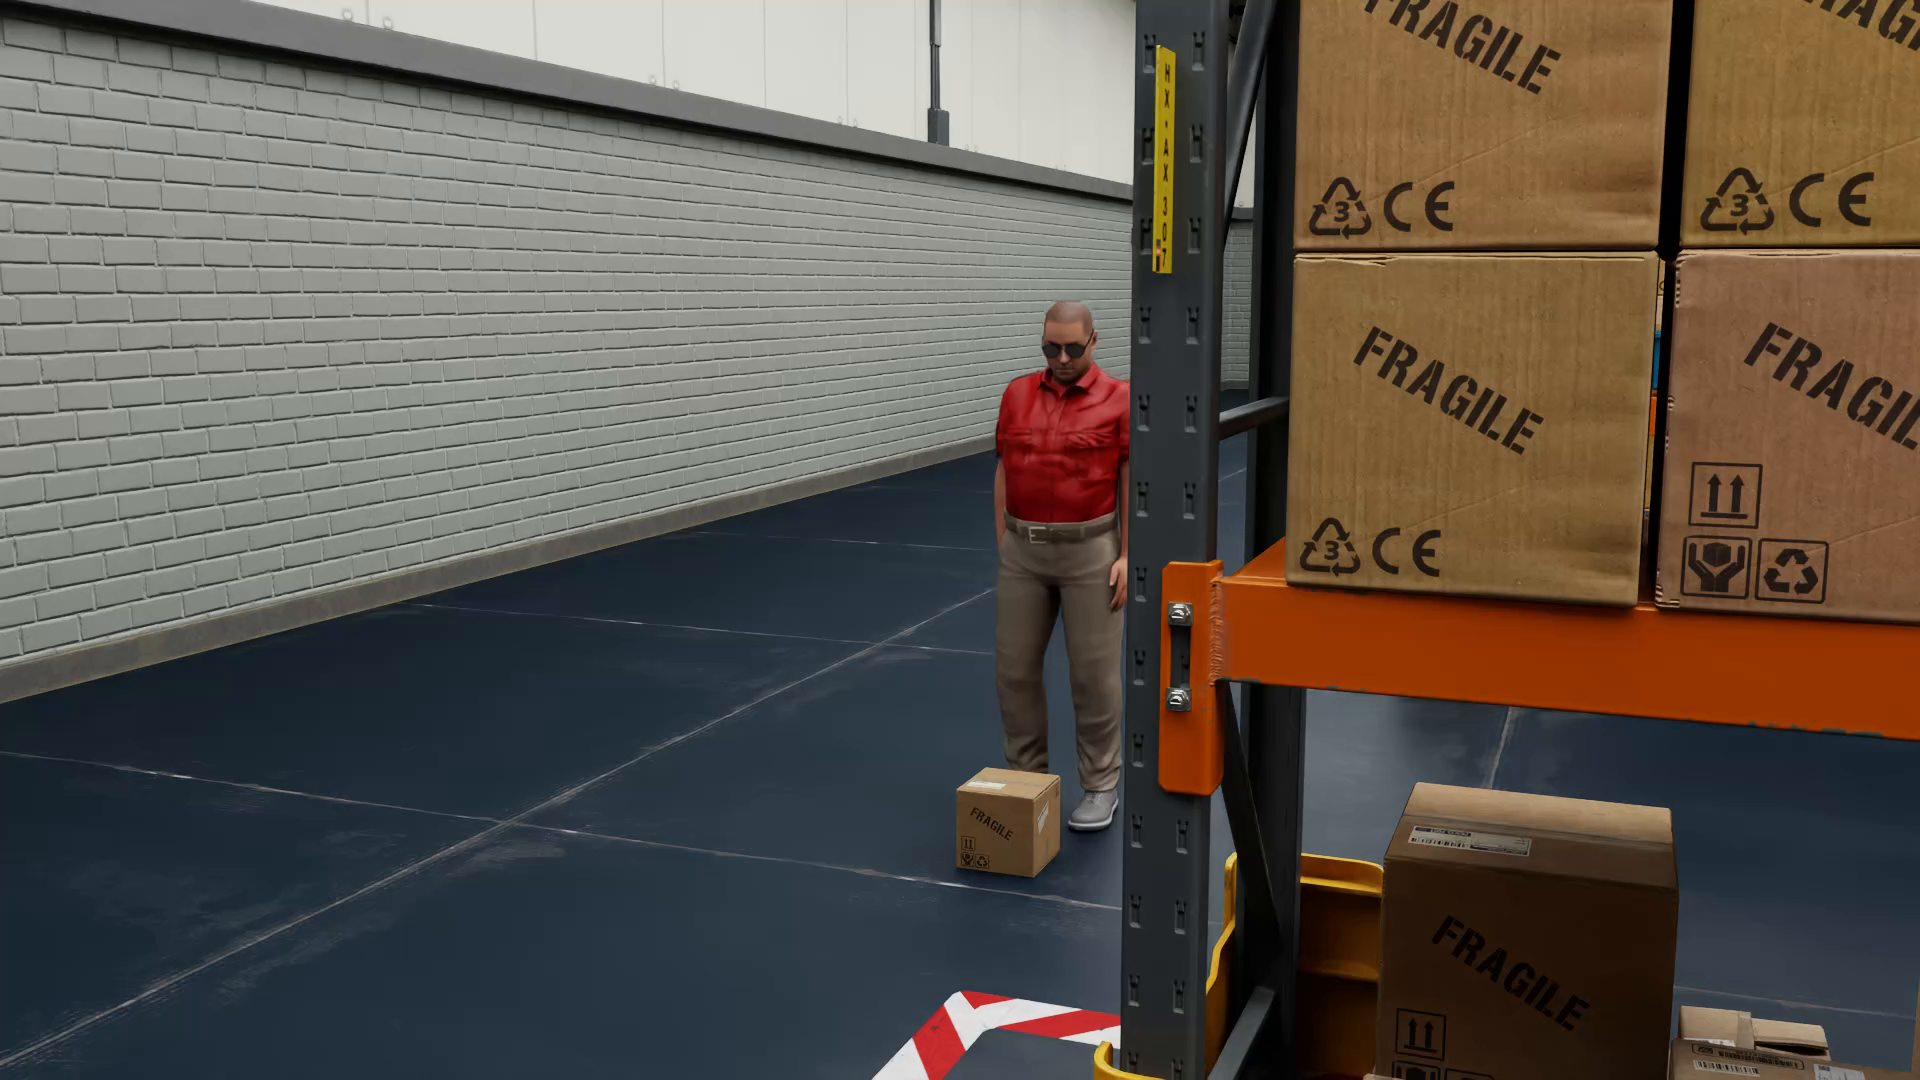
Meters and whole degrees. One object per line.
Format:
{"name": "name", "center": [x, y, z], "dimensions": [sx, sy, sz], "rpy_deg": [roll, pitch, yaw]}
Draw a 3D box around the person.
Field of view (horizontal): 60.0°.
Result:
{"name": "person", "center": [0.332, 0.080, 5.463], "dimensions": [0.434, 1.549, 0.356], "rpy_deg": [4, 9, 22]}
